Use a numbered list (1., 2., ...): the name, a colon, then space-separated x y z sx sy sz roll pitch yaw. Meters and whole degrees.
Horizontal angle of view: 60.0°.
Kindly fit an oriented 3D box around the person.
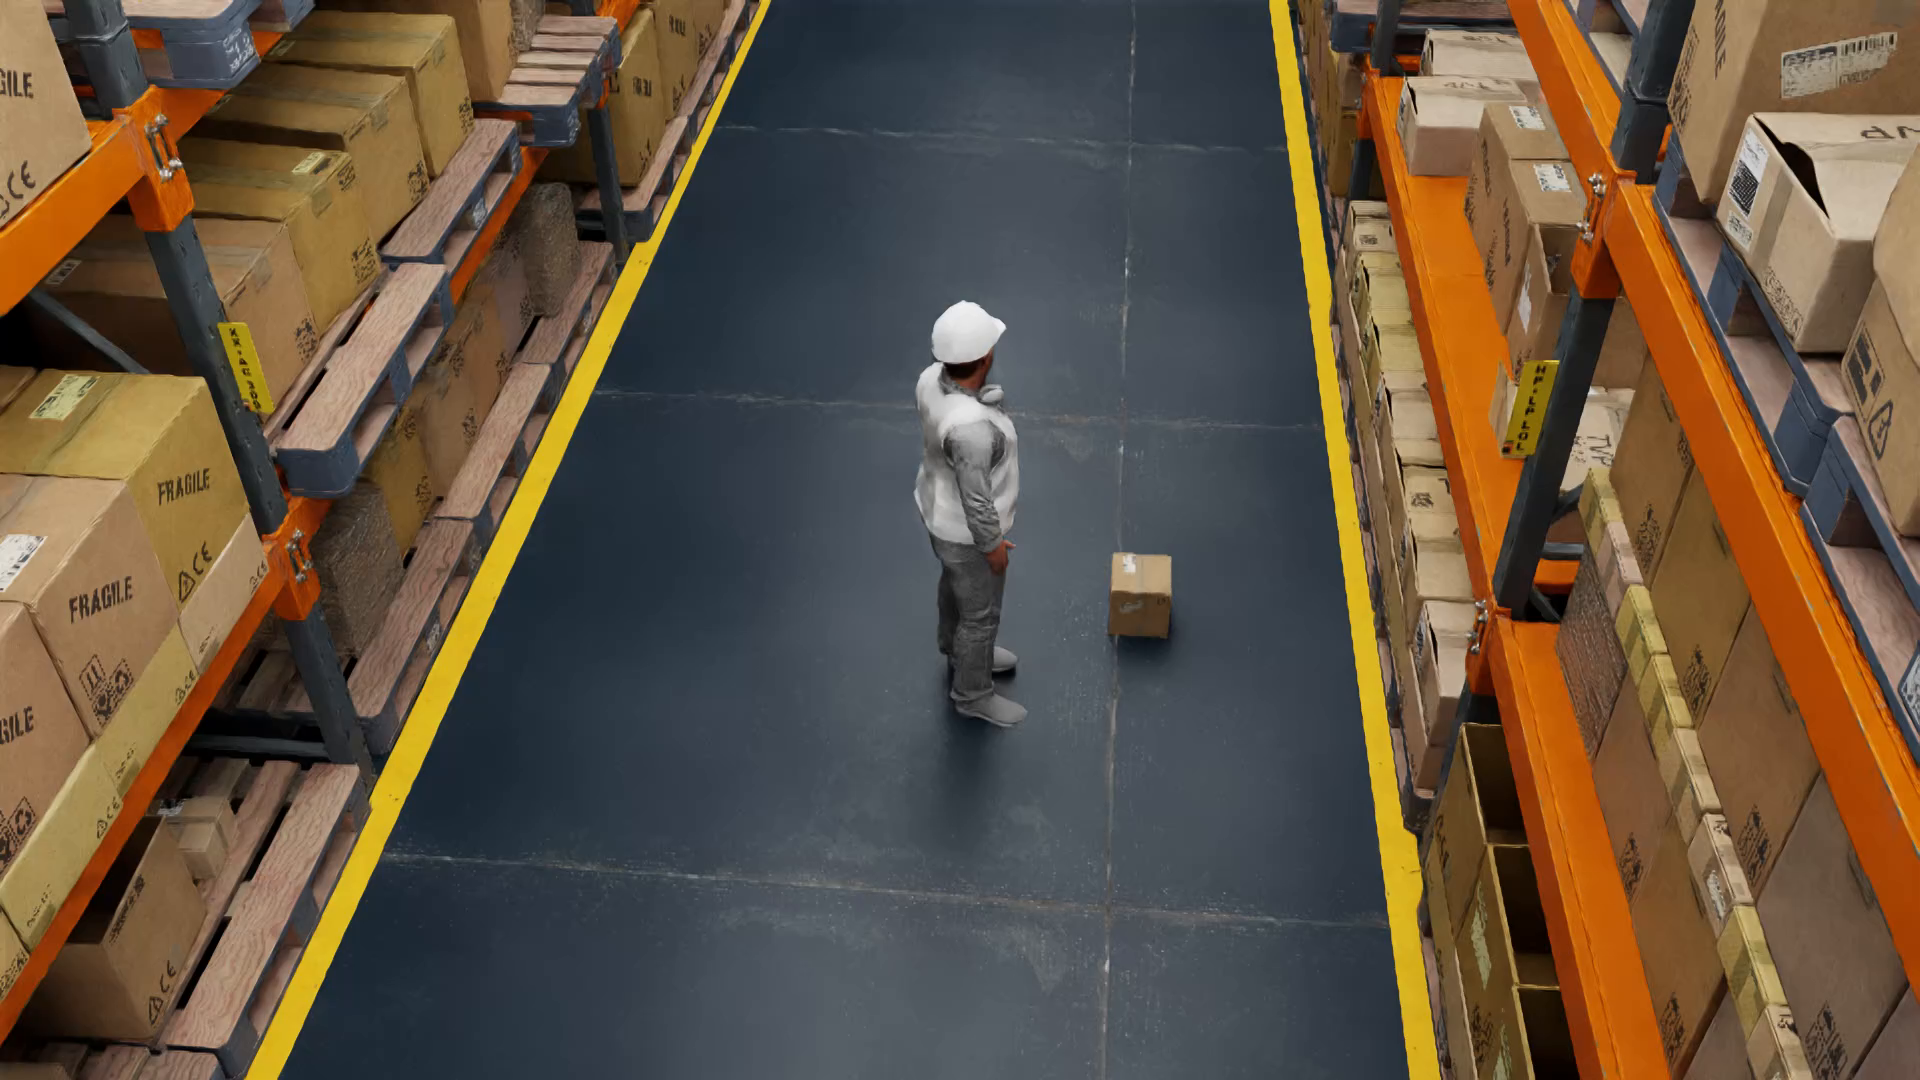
1. person: 0.052 -0.090 6.243 0.413 1.816 0.580 -10 41 -12
